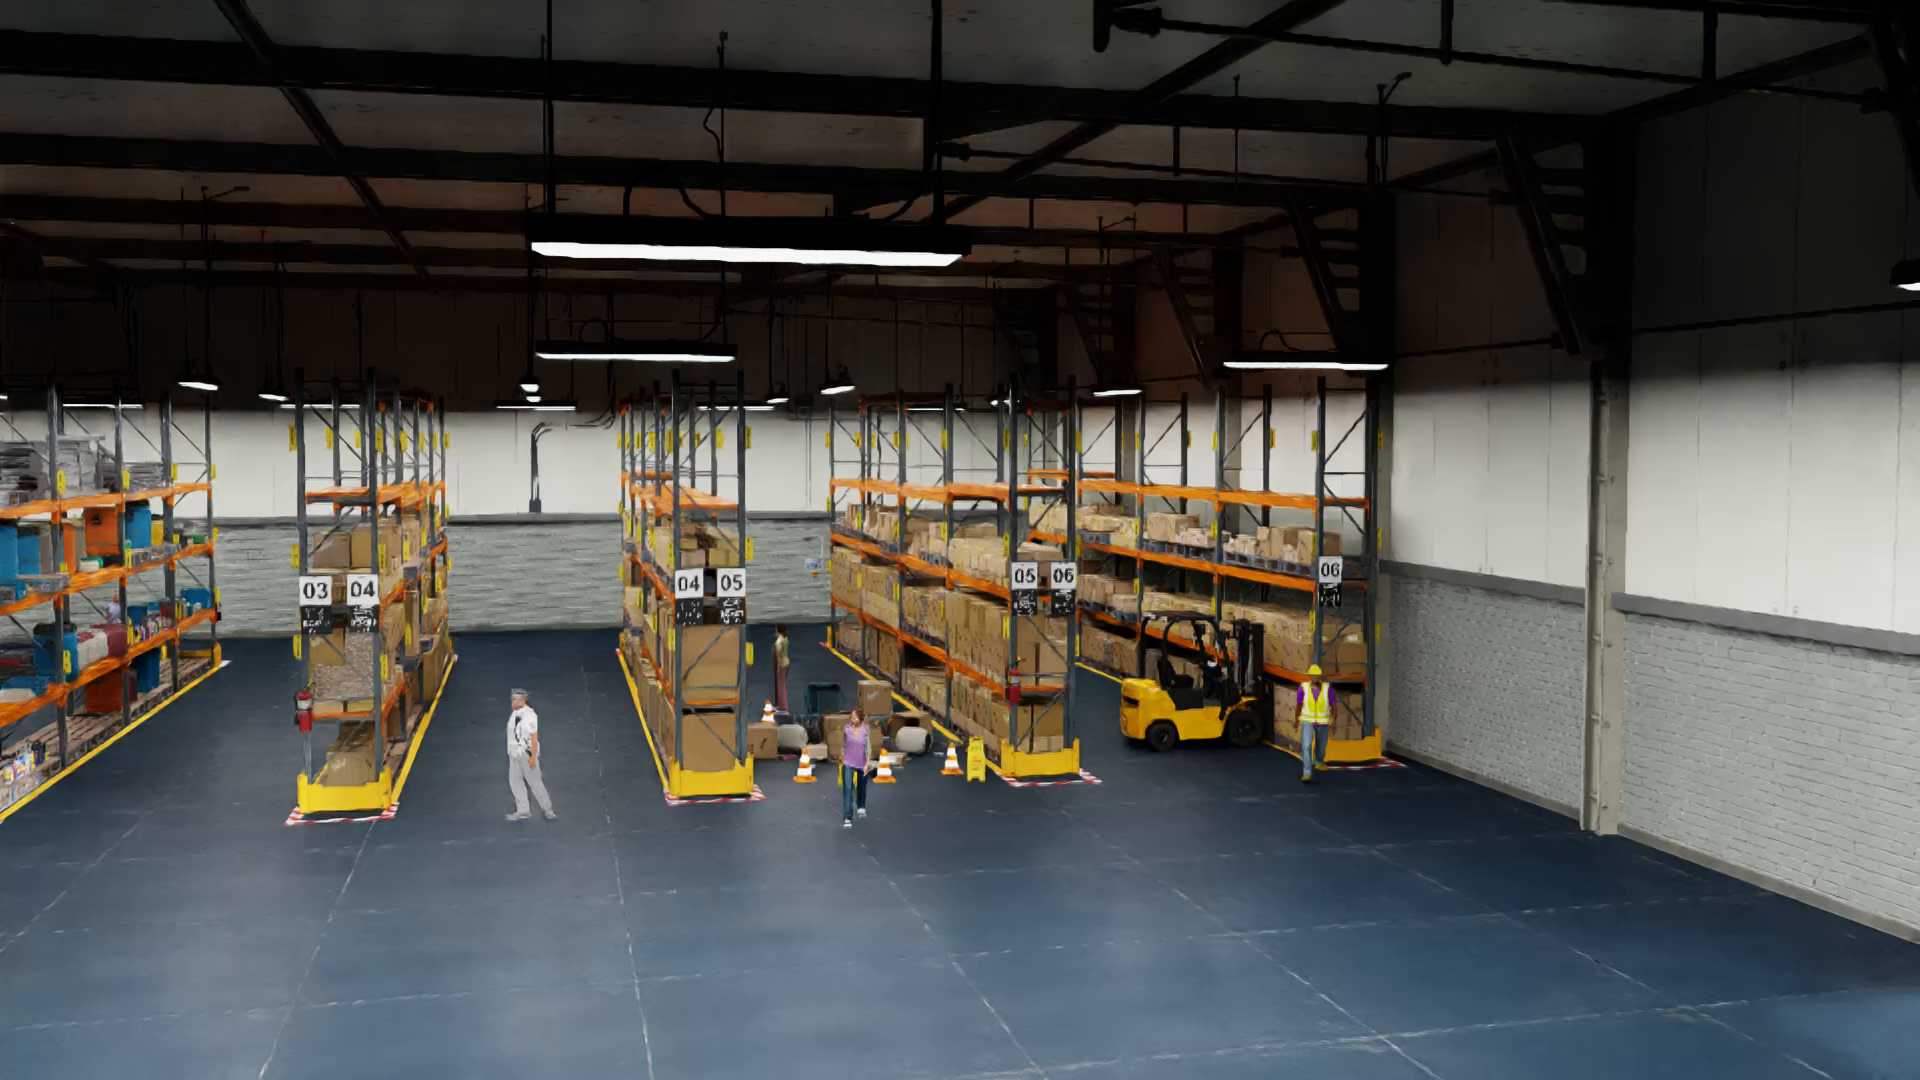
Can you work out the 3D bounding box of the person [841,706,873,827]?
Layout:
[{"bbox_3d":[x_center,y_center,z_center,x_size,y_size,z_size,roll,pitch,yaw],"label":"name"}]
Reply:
[{"bbox_3d":[-1.347,2.925,21.701,0.408,1.532,0.962,0,3,-4],"label":"person"}]

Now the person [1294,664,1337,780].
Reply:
[{"bbox_3d":[5.273,2.682,24.664,0.614,1.713,0.971,0,3,6],"label":"person"}]

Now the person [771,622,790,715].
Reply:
[{"bbox_3d":[-3.323,2.339,30.397,0.477,1.675,0.493,1,4,16],"label":"person"}]

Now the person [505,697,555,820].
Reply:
[{"bbox_3d":[-5.707,2.840,22.015,0.563,1.714,0.656,-3,5,-43],"label":"person"}]

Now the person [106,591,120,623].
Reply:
[{"bbox_3d":[-19.296,1.934,38.078,0.479,1.567,1.090,-1,3,-11],"label":"person"}]
